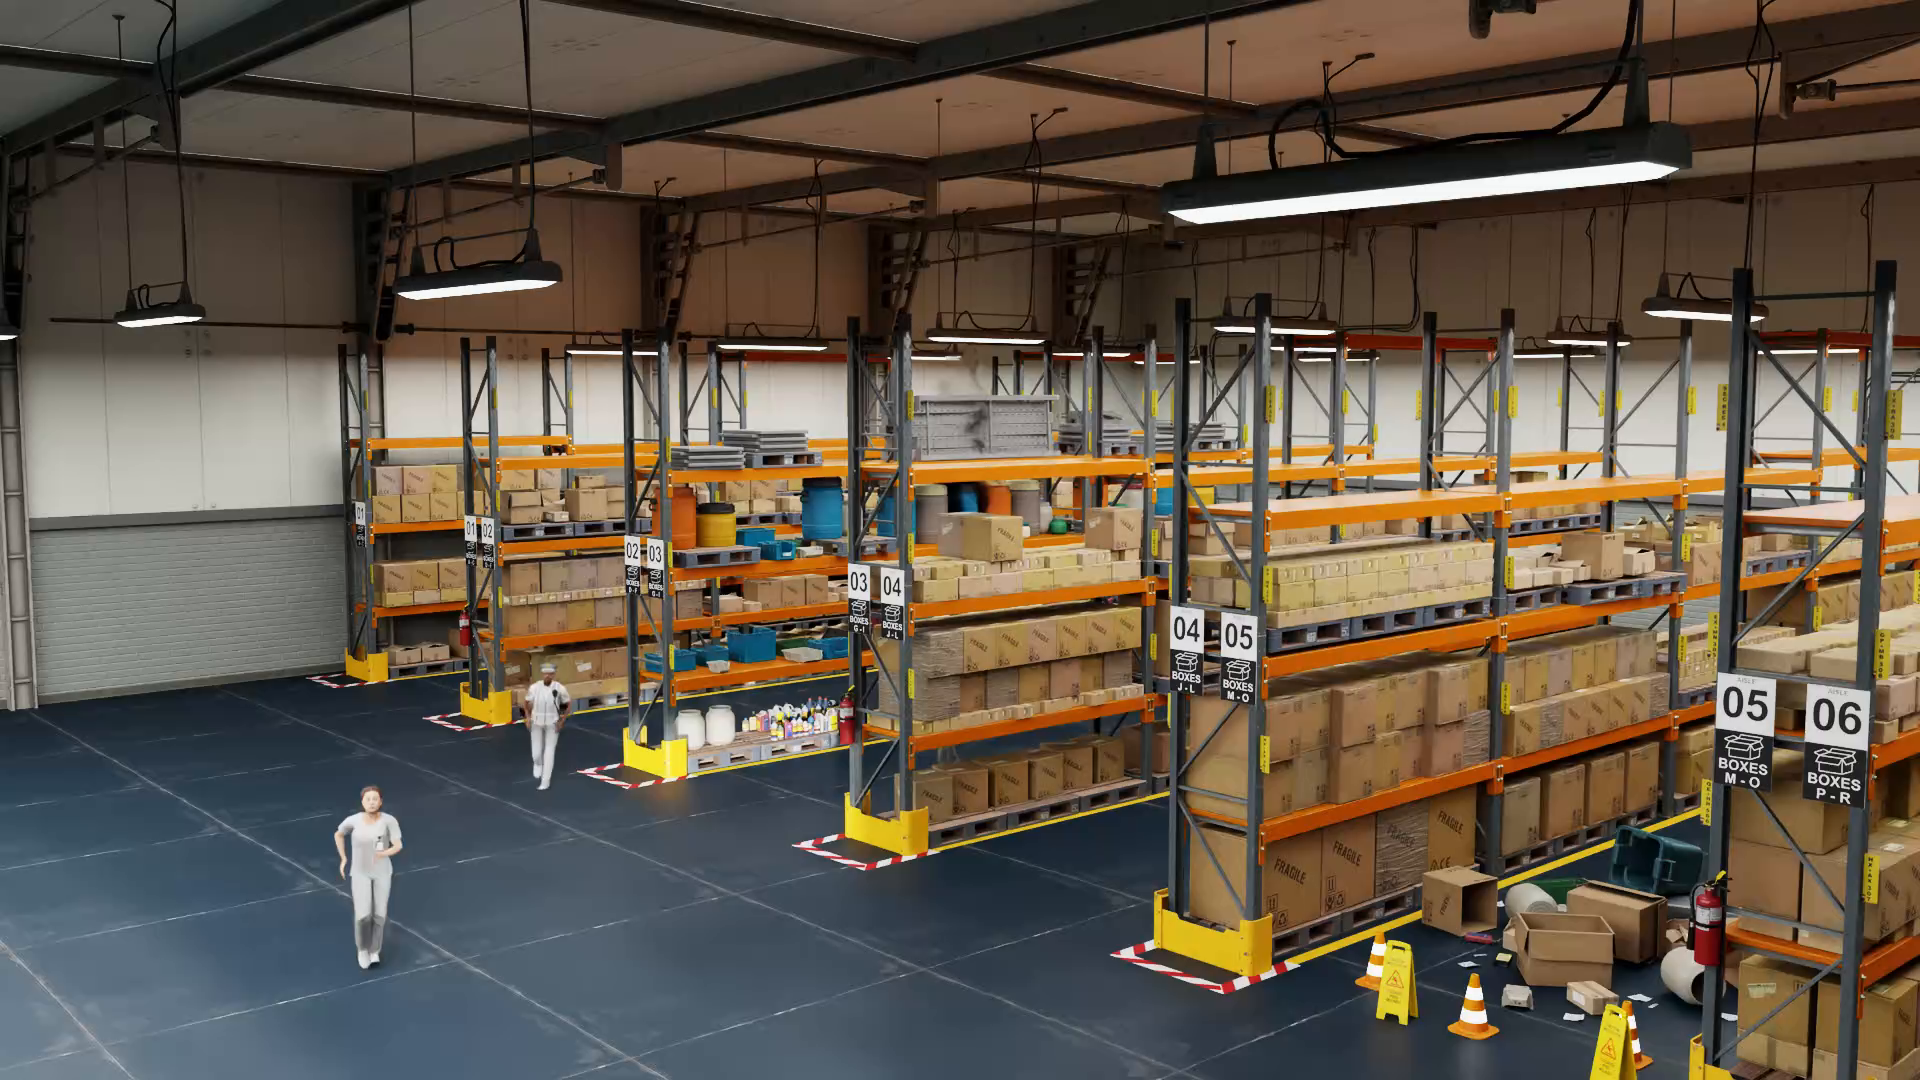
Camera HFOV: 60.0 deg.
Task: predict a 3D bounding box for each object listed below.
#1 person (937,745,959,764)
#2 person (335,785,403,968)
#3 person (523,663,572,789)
[{"bbox_3d":[-0.221,2.320,21.941,0.635,1.814,0.841,4,6,37],"label":"person"},{"bbox_3d":[-5.250,3.001,14.816,0.551,1.637,0.611,-2,6,-24],"label":"person"},{"bbox_3d":[-5.395,2.399,21.783,0.623,1.658,0.529,-1,5,-10],"label":"person"}]
